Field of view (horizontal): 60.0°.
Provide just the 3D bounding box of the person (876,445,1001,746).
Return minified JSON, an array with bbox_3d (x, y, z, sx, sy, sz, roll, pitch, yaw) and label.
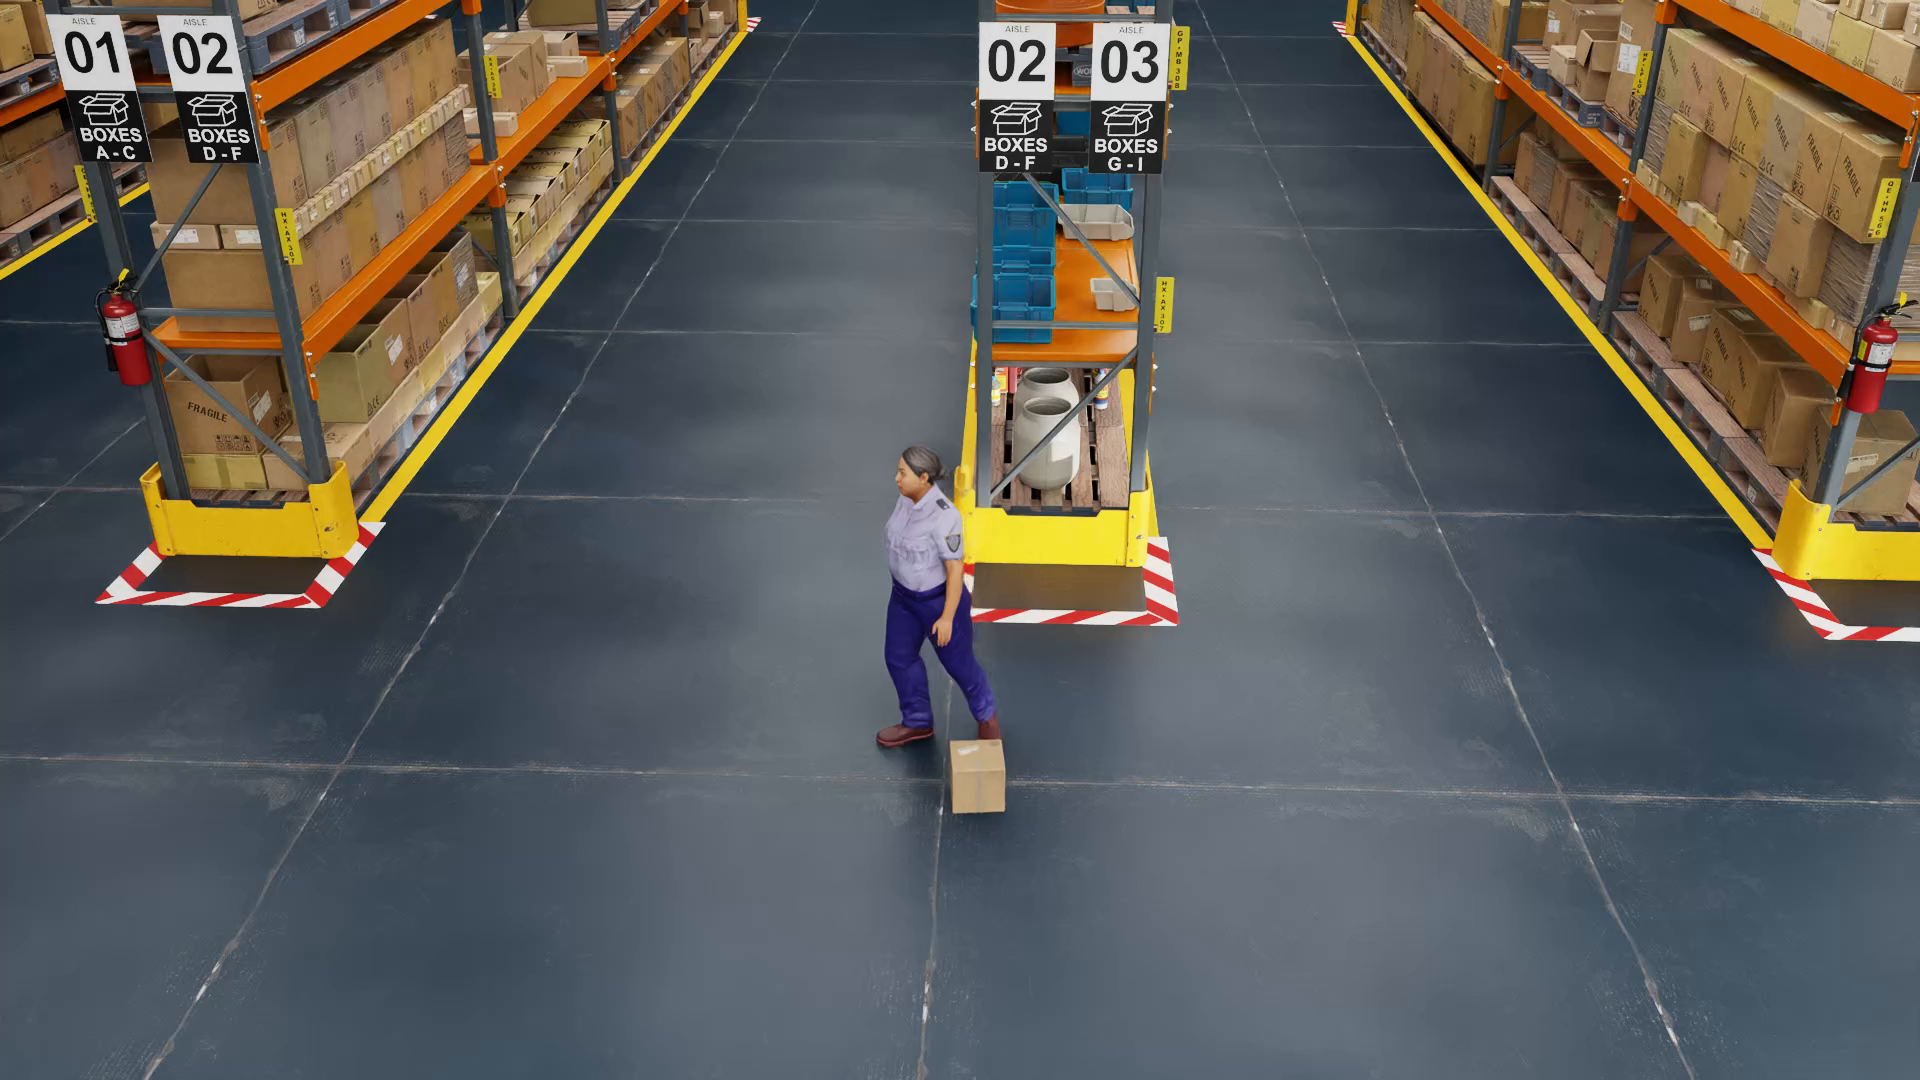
[{"bbox_3d":[-0.102,0.281,8.123,0.598,1.636,0.554,-19,33,-31],"label":"person"}]
